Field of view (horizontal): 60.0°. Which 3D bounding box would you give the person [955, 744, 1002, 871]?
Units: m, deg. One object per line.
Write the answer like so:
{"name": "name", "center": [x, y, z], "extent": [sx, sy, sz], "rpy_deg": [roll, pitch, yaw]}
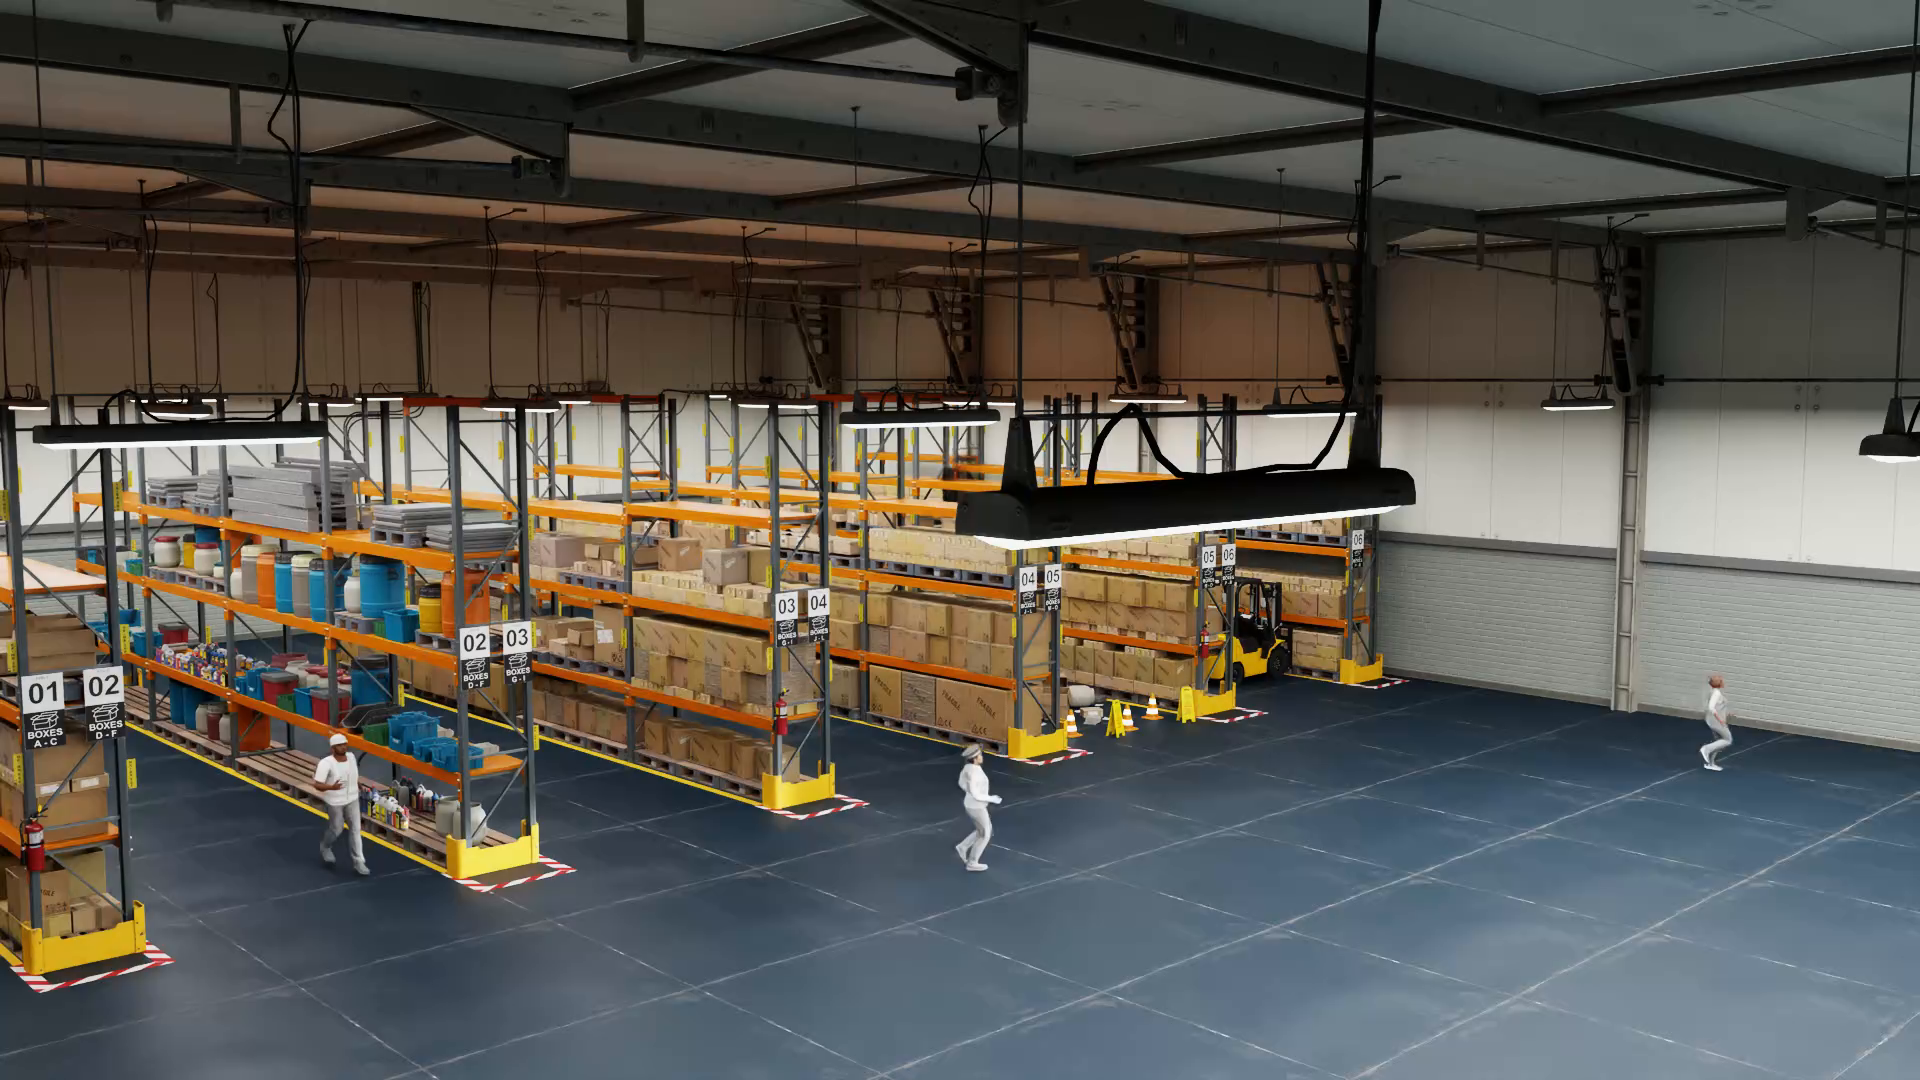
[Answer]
{"name": "person", "center": [0.246, 3.436, 21.423], "extent": [0.531, 1.650, 0.608], "rpy_deg": [-1, 6, -10]}

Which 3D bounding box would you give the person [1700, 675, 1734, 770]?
{"name": "person", "center": [12.275, 2.961, 26.957], "extent": [0.539, 1.558, 0.542], "rpy_deg": [1, 6, 9]}

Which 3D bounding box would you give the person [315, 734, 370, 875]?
{"name": "person", "center": [-7.936, 3.362, 21.339], "extent": [0.962, 1.771, 0.695], "rpy_deg": [5, 7, 41]}

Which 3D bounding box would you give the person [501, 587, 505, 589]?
{"name": "person", "center": [-10.524, 1.860, 38.102], "extent": [0.691, 1.596, 0.867], "rpy_deg": [-3, 6, -31]}
